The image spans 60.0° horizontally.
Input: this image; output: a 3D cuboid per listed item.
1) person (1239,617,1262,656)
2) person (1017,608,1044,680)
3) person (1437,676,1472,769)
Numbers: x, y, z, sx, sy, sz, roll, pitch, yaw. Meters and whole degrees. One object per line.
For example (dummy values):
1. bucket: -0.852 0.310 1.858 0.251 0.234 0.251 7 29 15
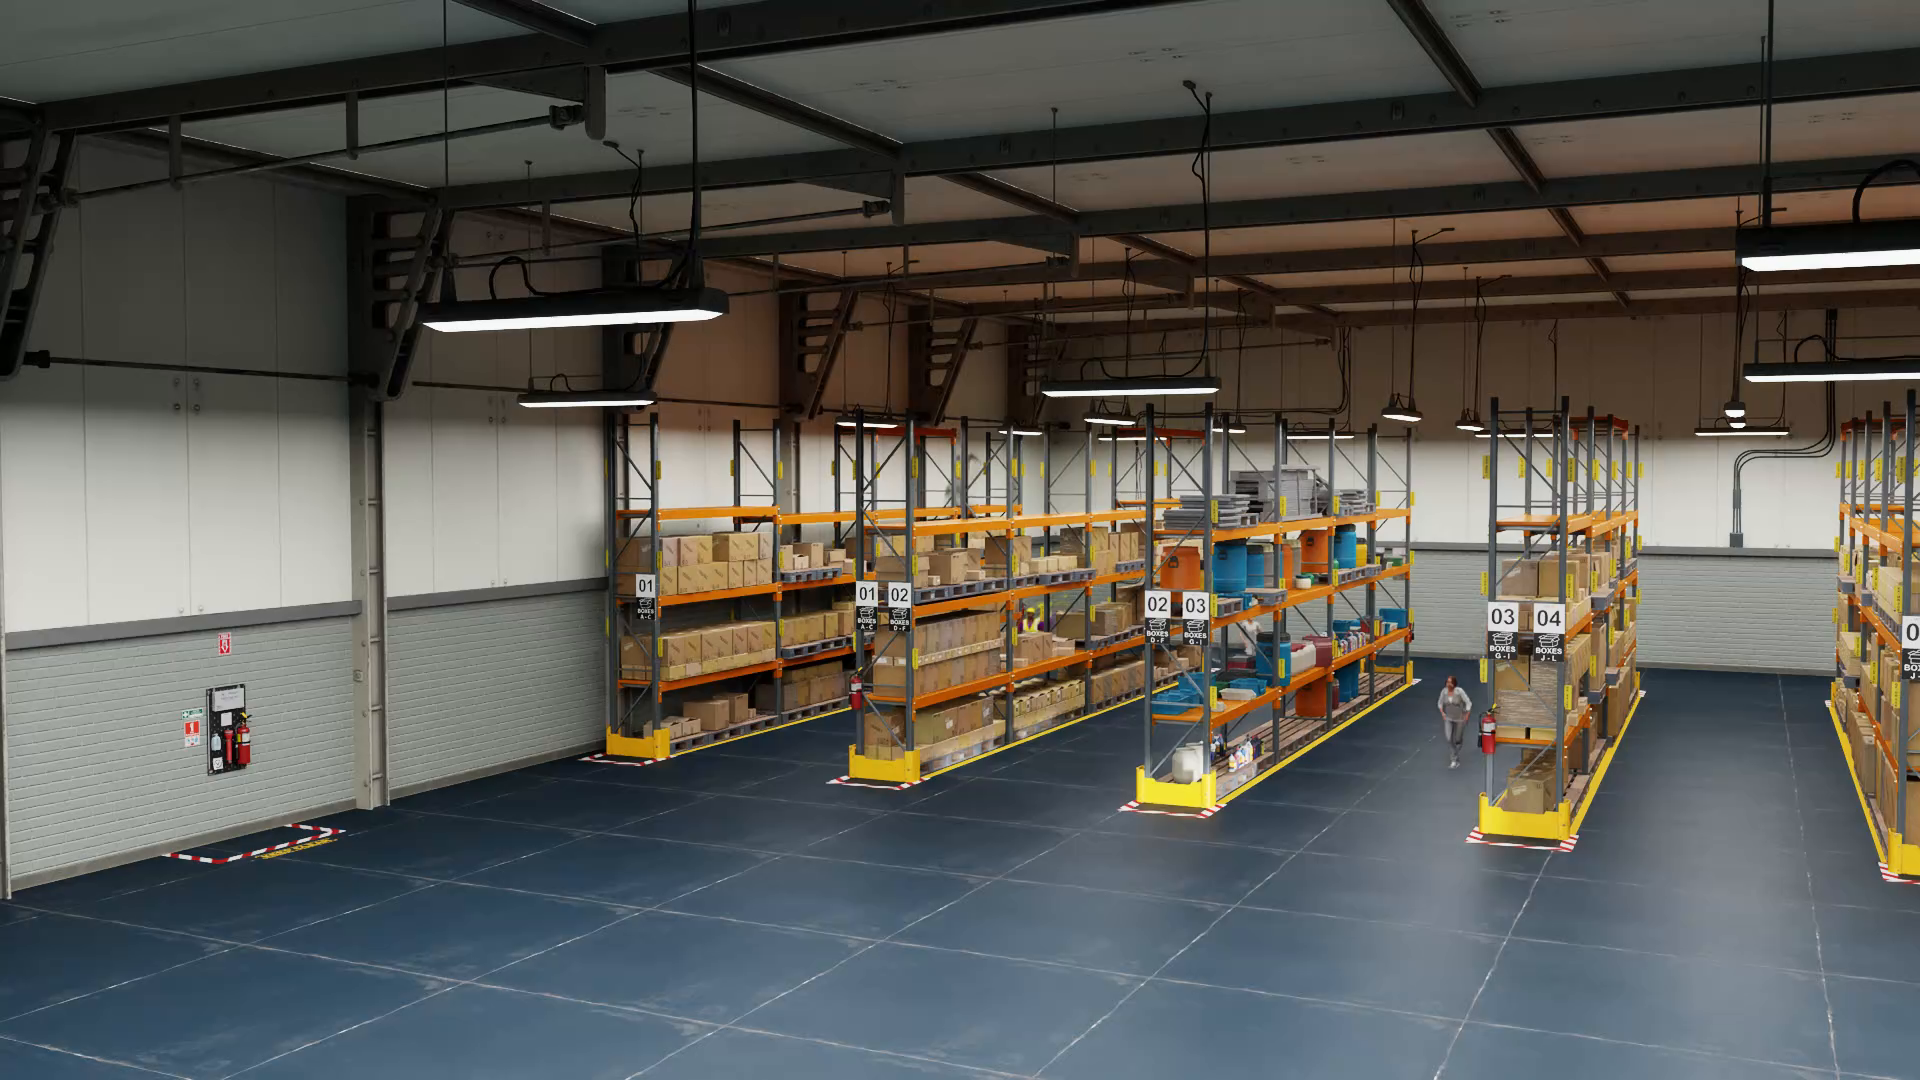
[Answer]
1. person: 6.971 2.517 39.756 0.586 1.634 0.546 0 2 -2
2. person: 1.693 2.478 39.739 0.703 1.723 0.587 1 2 15
3. person: 8.386 3.062 28.184 0.564 1.568 0.685 1 3 28
